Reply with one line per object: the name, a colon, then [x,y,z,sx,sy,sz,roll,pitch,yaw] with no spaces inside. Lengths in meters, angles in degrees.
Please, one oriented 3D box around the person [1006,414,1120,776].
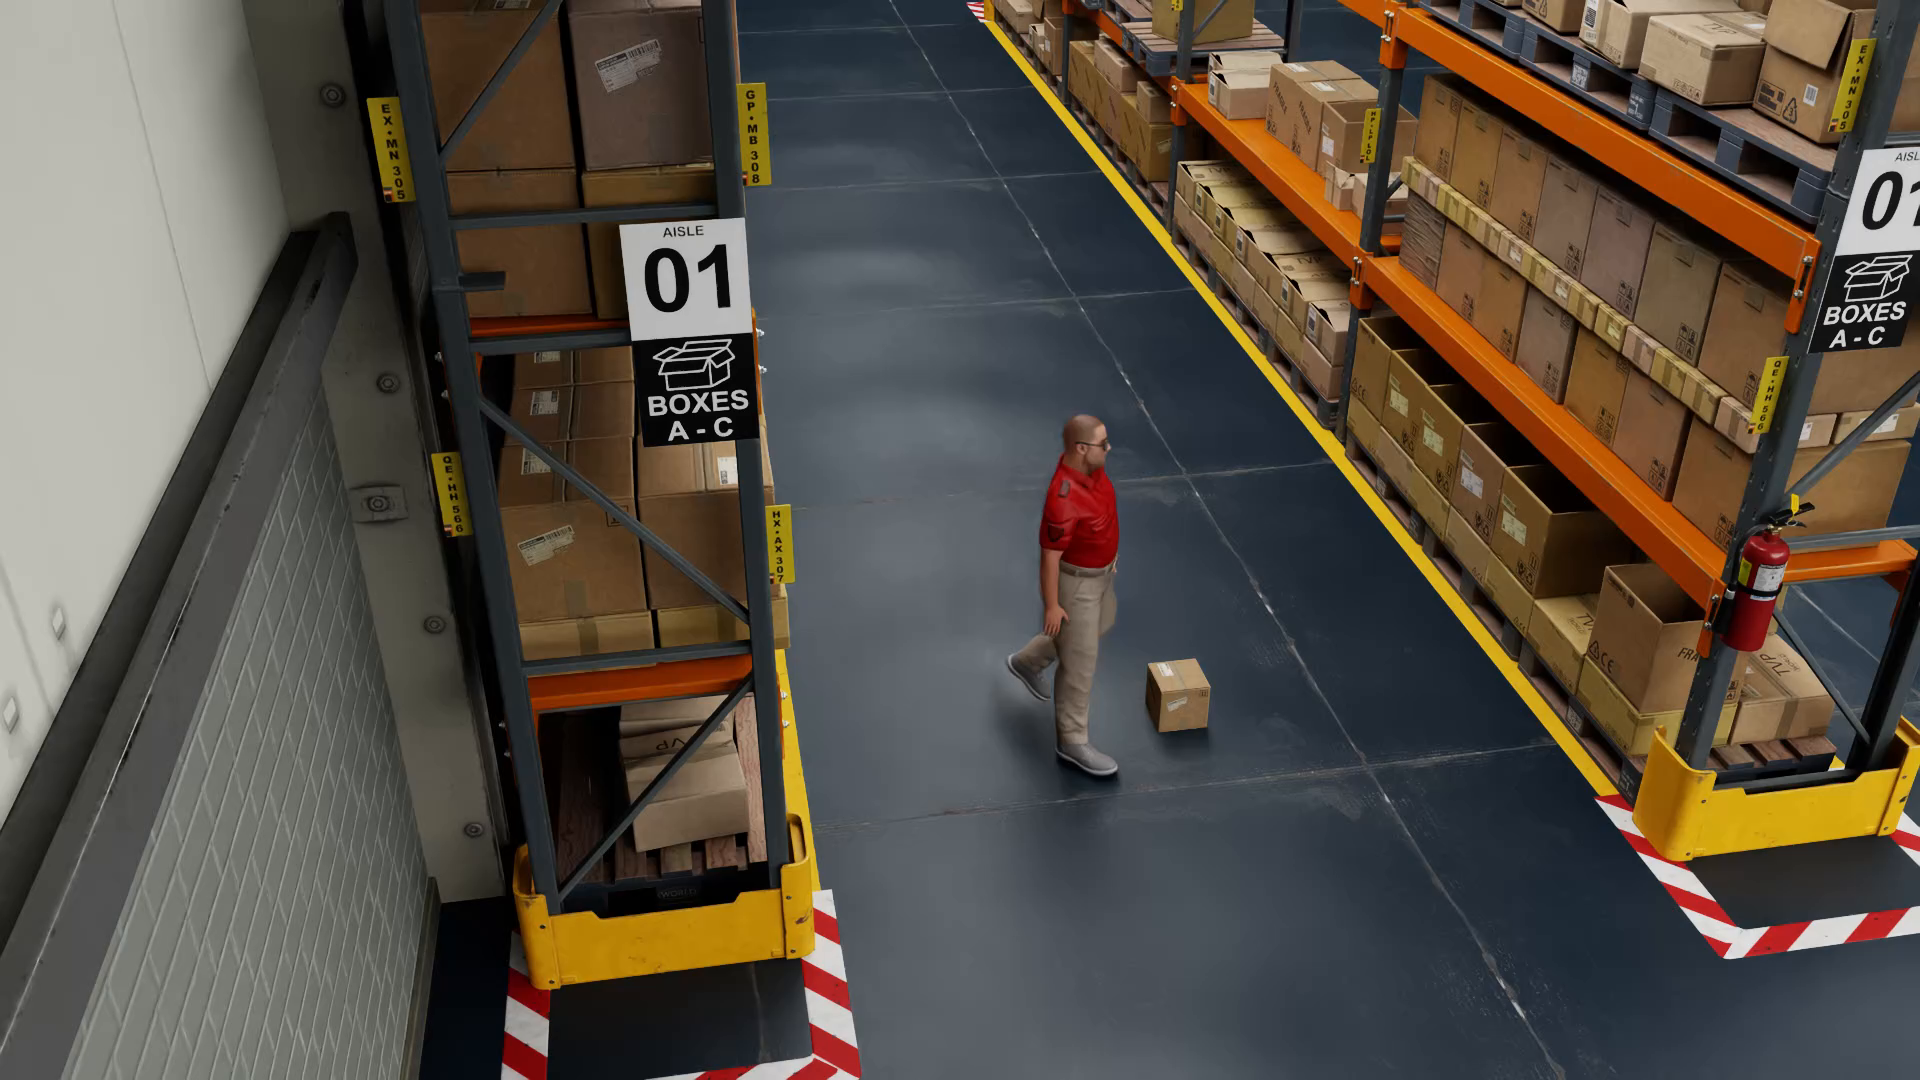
person: [0.505,0.196,7.792,0.634,1.721,0.653,7,31,11]
